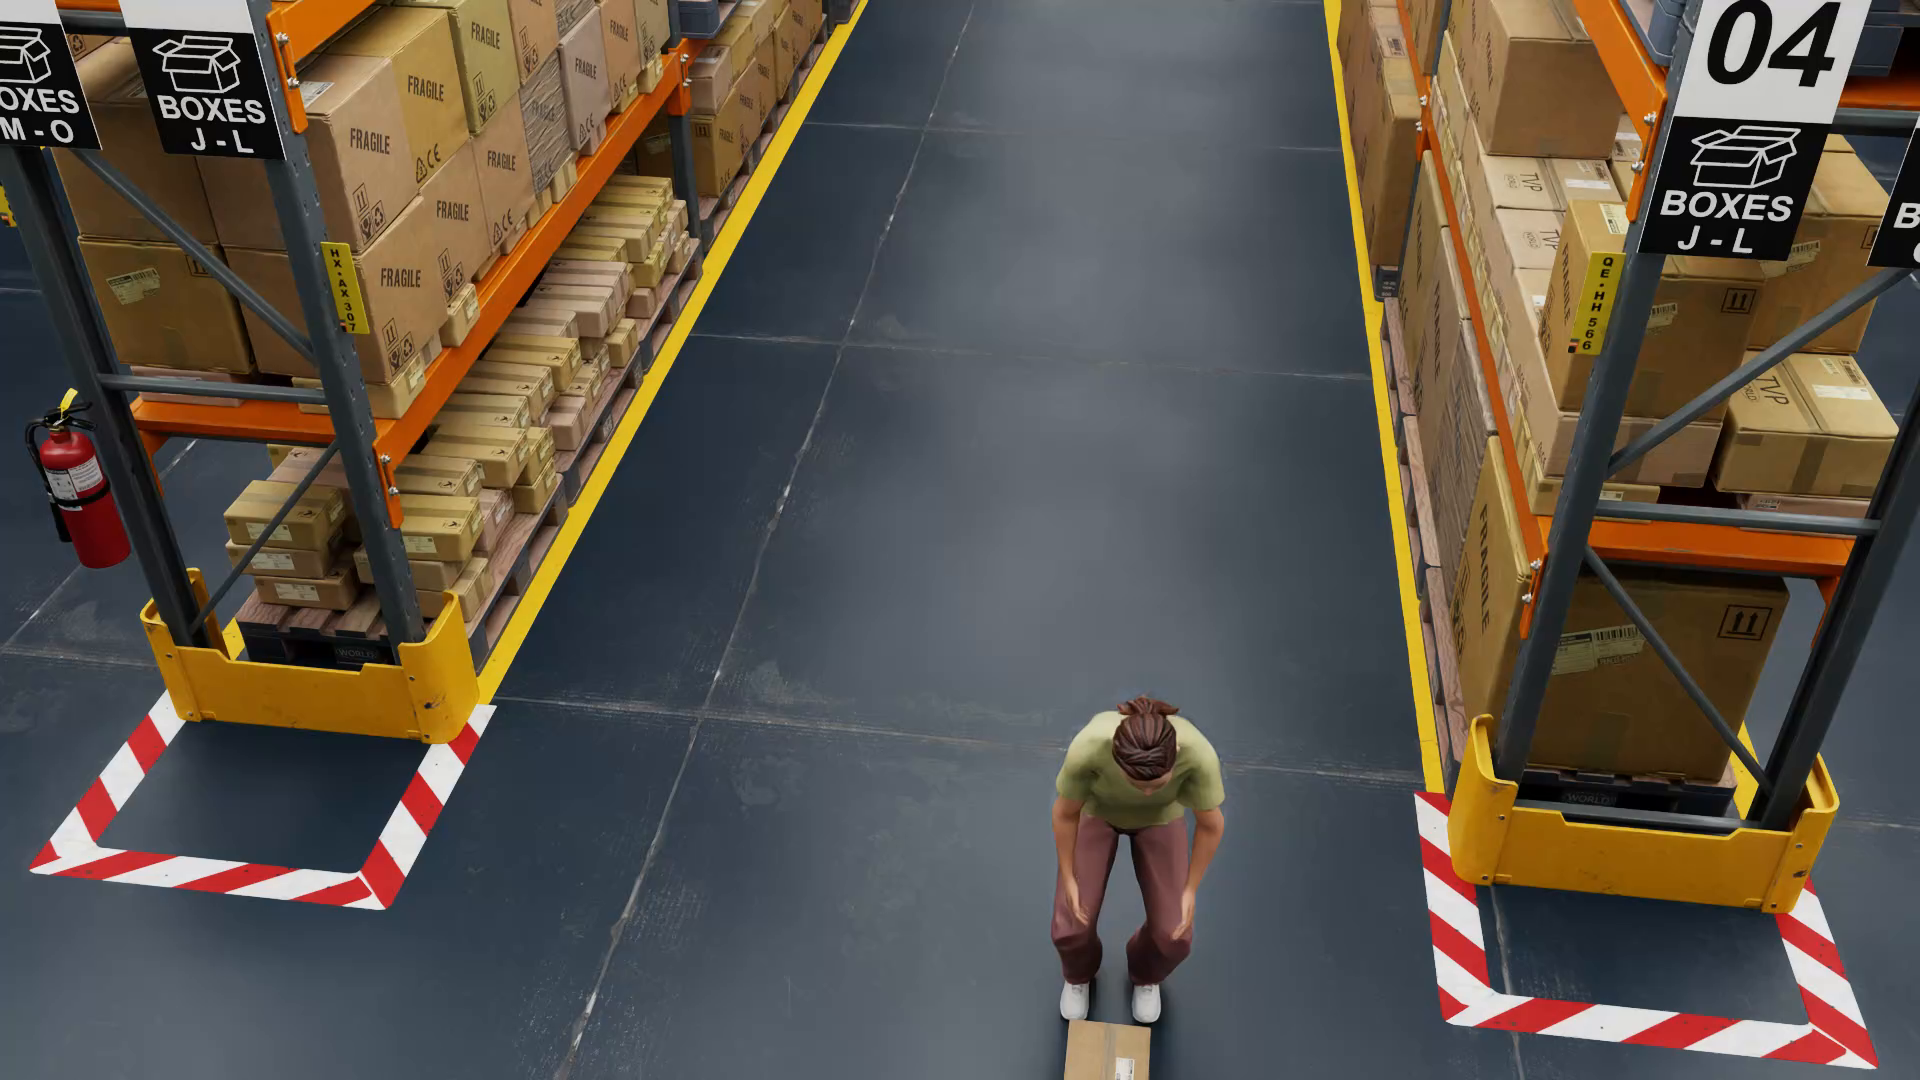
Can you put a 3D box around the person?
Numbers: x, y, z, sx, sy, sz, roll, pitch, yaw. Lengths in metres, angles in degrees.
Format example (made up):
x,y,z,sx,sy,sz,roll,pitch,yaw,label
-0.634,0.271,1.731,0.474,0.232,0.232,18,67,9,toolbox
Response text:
x,y,z,sx,sy,sz,roll,pitch,yaw,label
0.535,0.944,5.086,0.508,1.418,0.615,5,37,6,person
